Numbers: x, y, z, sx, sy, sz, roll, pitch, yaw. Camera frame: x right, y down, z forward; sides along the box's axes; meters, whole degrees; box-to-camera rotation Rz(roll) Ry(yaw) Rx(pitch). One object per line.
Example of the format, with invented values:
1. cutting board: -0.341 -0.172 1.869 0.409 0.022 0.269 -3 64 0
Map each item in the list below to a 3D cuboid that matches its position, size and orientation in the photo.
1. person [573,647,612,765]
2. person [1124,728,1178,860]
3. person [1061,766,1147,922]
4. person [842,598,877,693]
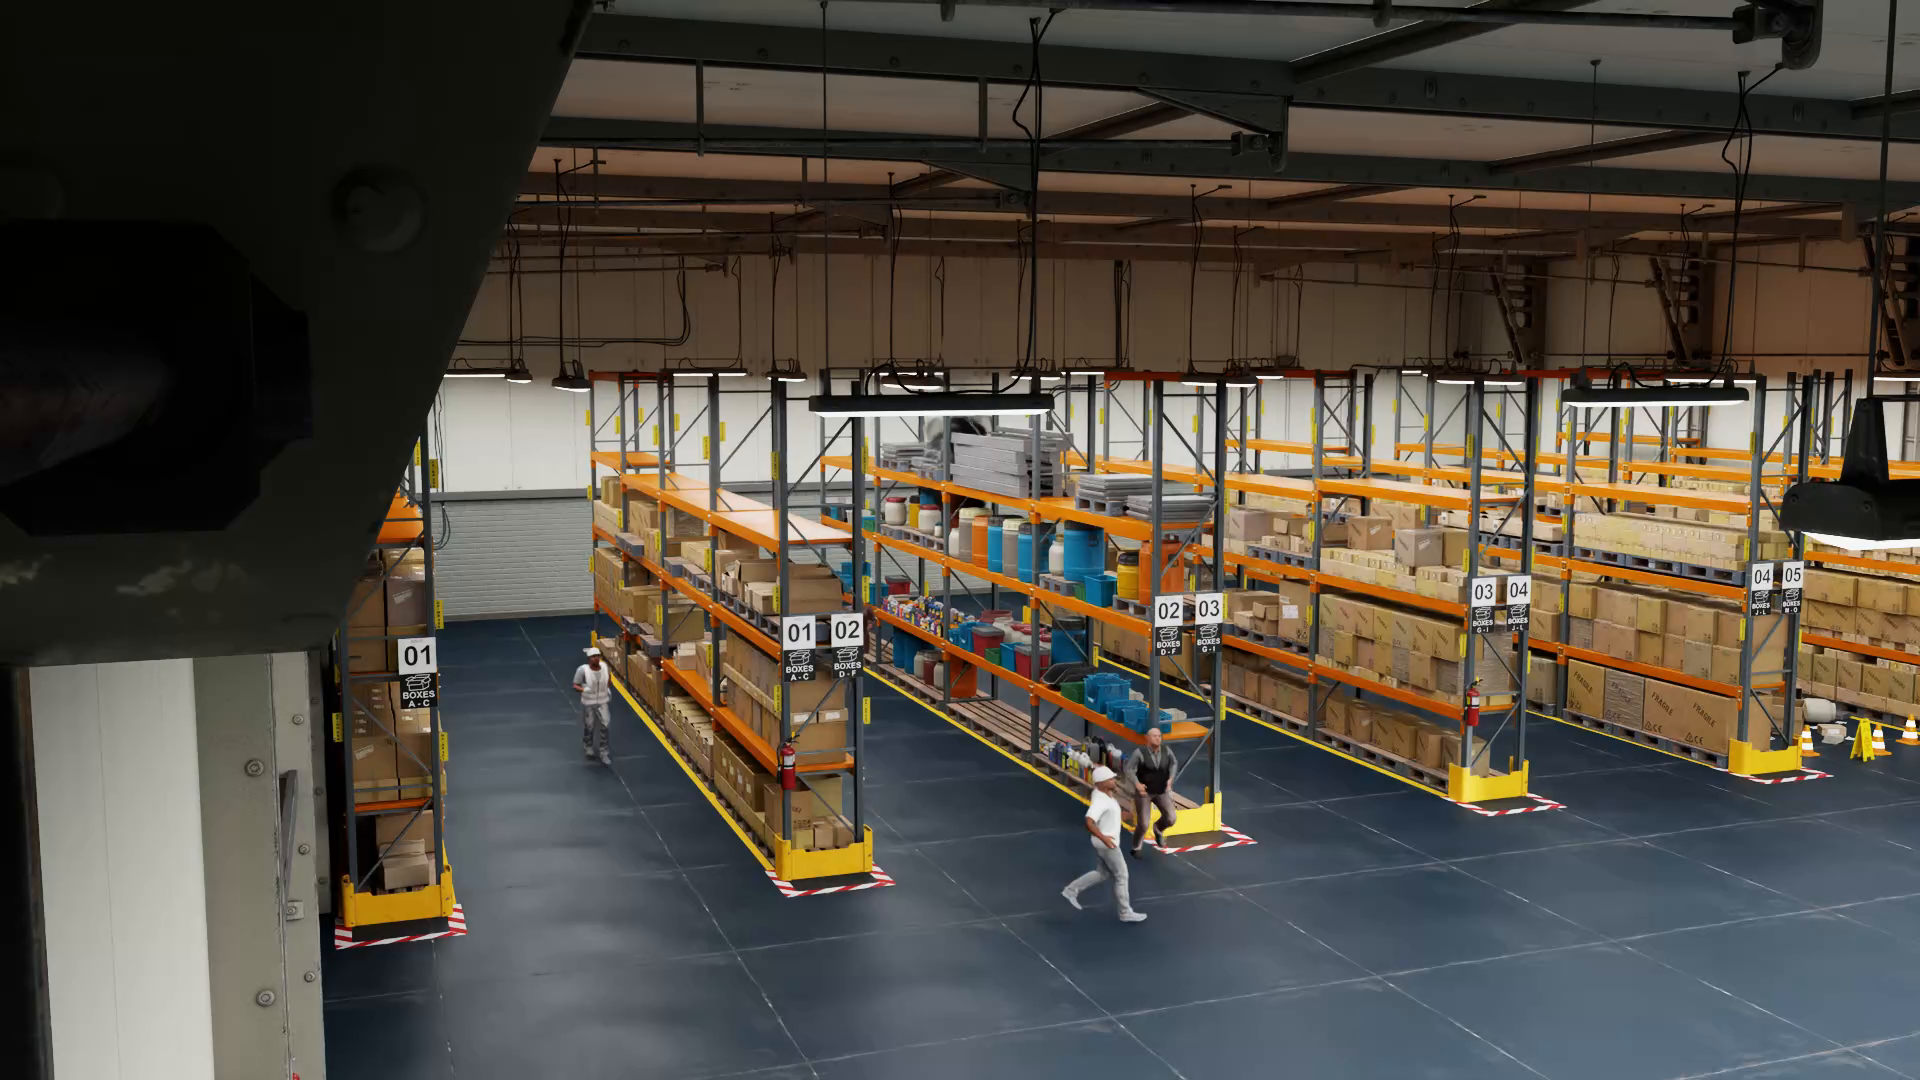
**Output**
1. person: -5.690 2.574 25.855 0.658 1.840 0.790 -3 7 -26
2. person: 2.425 3.204 20.924 0.665 1.680 0.543 -3 7 -22
3. person: 1.613 3.381 18.555 0.958 1.747 0.689 0 6 -1
4. person: -1.826 1.854 29.938 0.677 1.823 0.729 -2 7 -14
